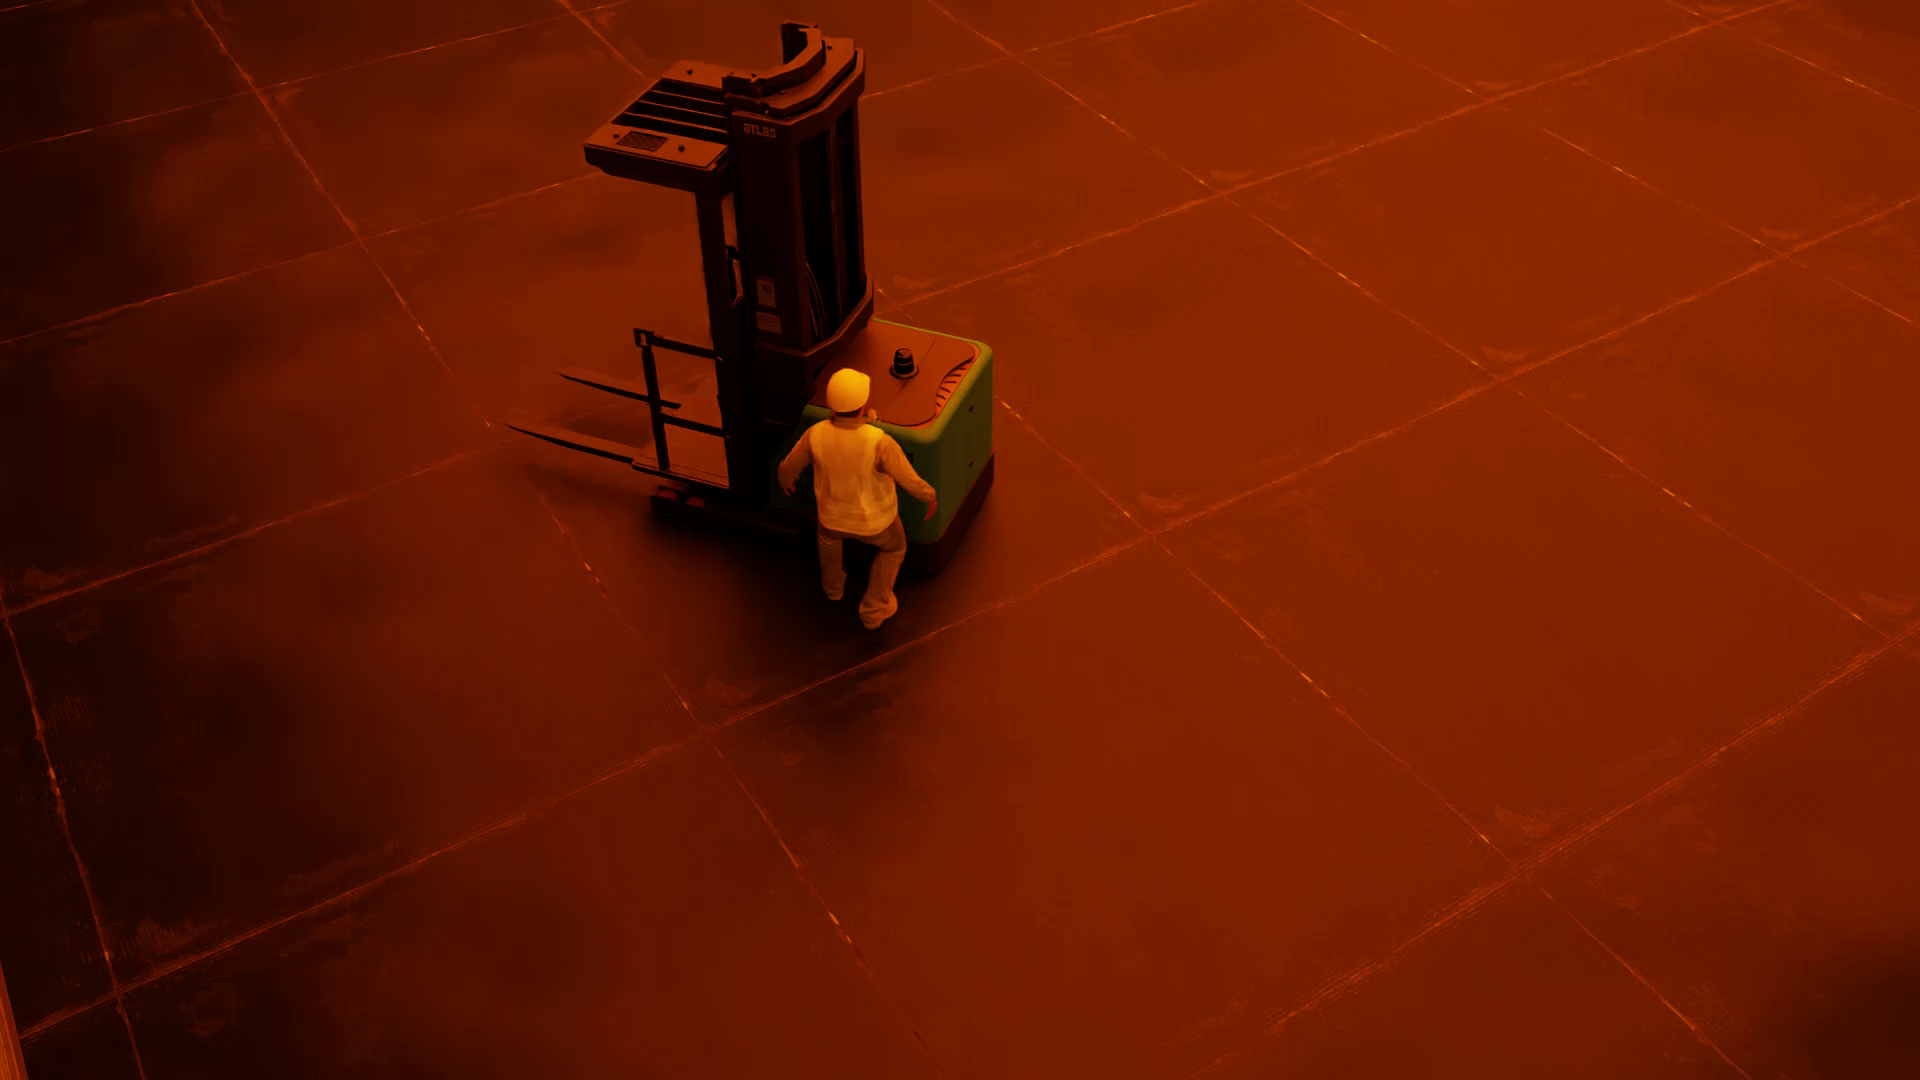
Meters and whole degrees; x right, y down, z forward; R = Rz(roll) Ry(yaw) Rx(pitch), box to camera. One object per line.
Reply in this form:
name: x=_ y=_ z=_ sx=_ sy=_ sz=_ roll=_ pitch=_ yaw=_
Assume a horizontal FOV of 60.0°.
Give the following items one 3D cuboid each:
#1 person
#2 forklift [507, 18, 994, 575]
person: x=-0.543 y=-0.248 z=9.062 sx=0.873 sy=1.708 sz=0.578 roll=11 pitch=42 yaw=12
forklift: x=-1.359 y=-1.512 z=9.601 sx=3.031 sy=2.935 sz=1.130 roll=15 pitch=43 yaw=16
